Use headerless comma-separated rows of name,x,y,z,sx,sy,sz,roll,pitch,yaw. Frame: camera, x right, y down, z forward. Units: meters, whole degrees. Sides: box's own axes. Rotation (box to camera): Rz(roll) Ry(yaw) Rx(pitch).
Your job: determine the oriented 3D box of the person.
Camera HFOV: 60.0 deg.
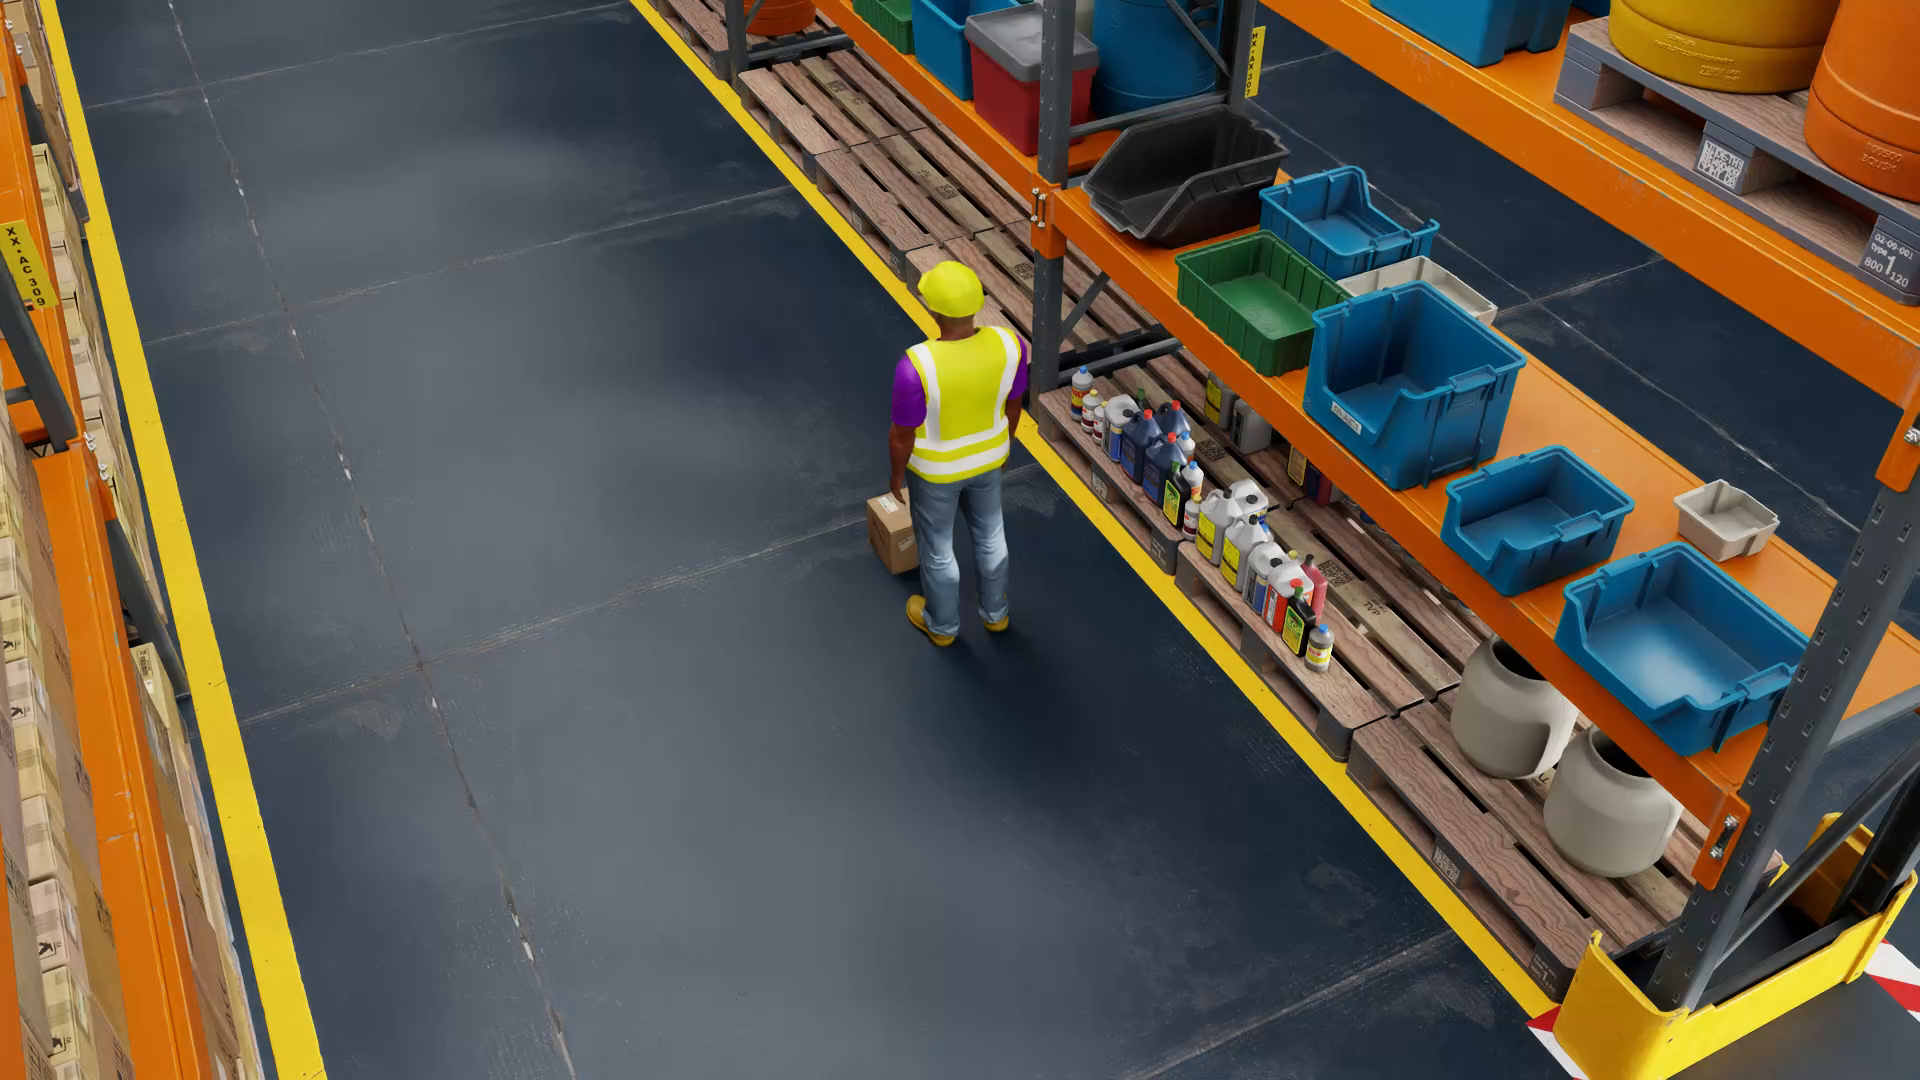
person,-0.023,-0.315,6.517,0.562,1.782,0.350,-18,44,-19
